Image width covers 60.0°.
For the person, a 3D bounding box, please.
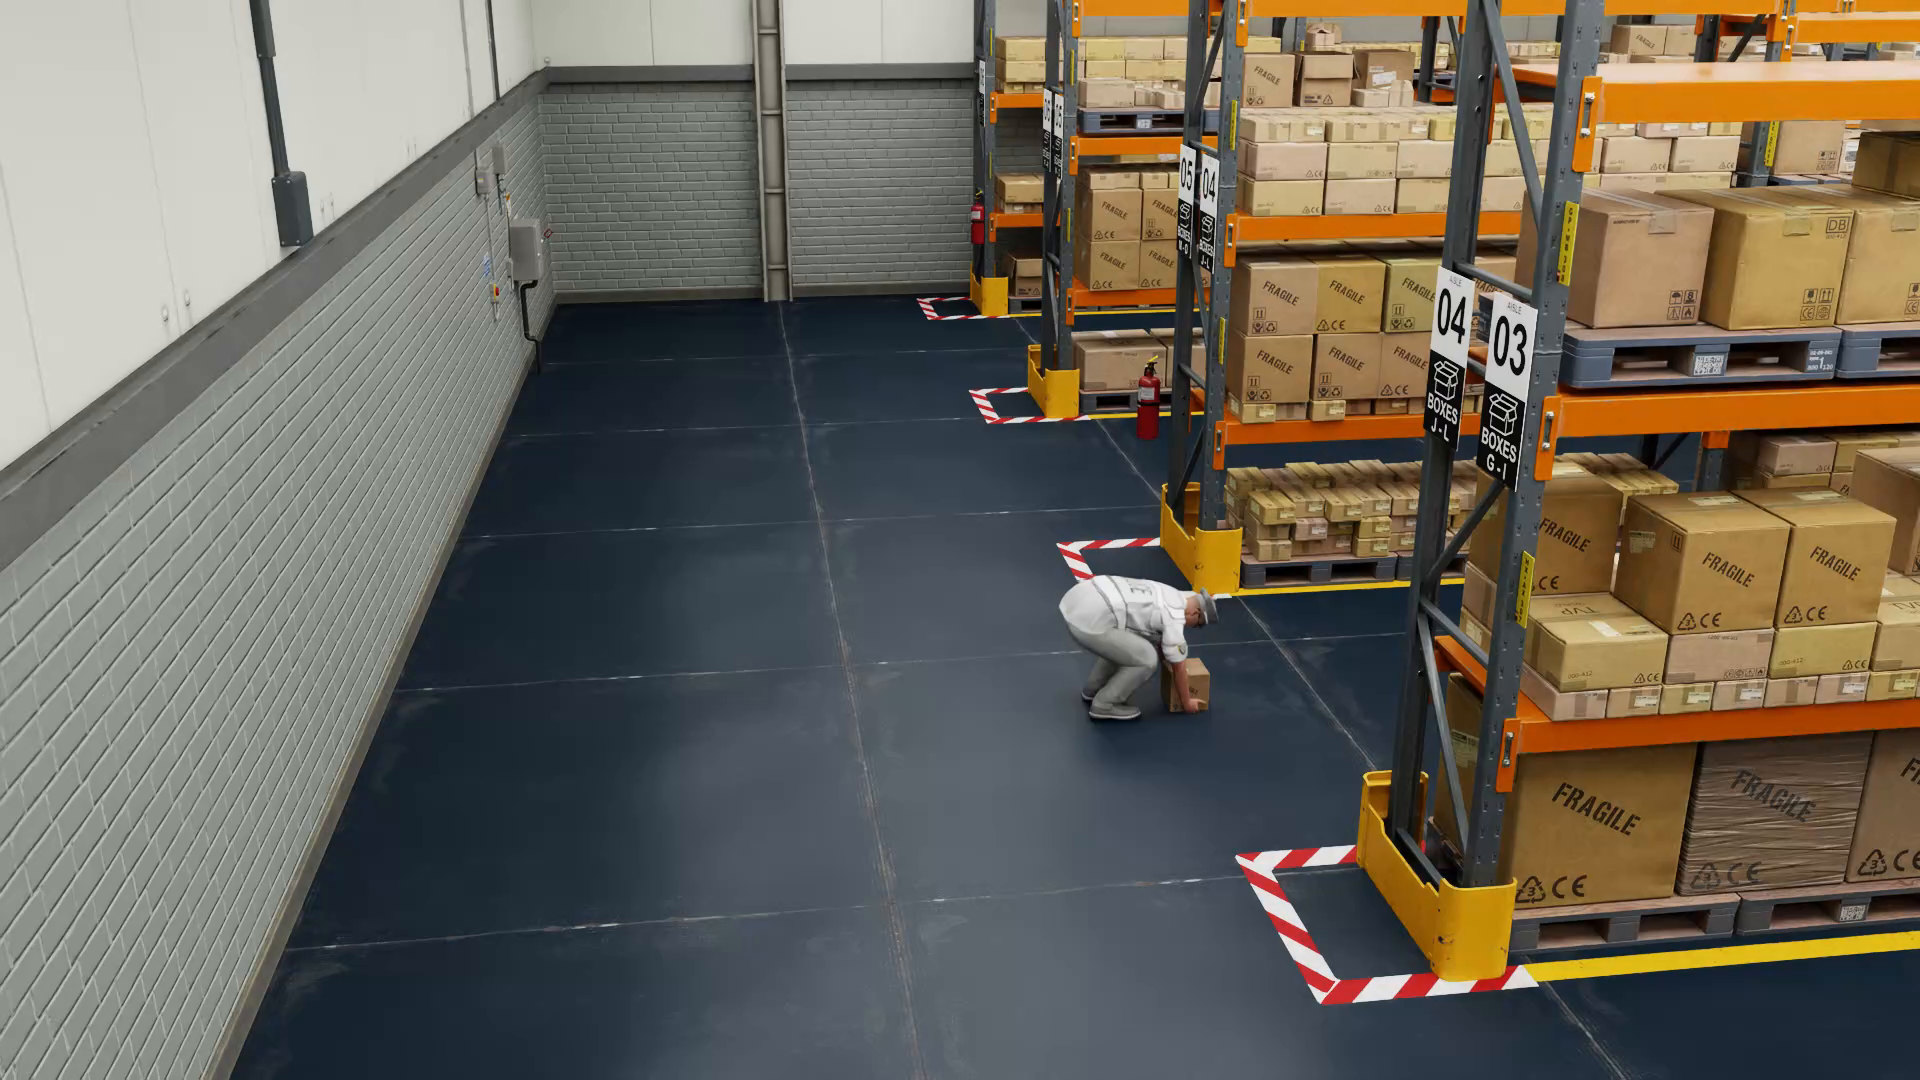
[{"bbox_3d":[1.140,0.655,10.550,1.029,0.902,0.542,-4,20,-10],"label":"person"}]
